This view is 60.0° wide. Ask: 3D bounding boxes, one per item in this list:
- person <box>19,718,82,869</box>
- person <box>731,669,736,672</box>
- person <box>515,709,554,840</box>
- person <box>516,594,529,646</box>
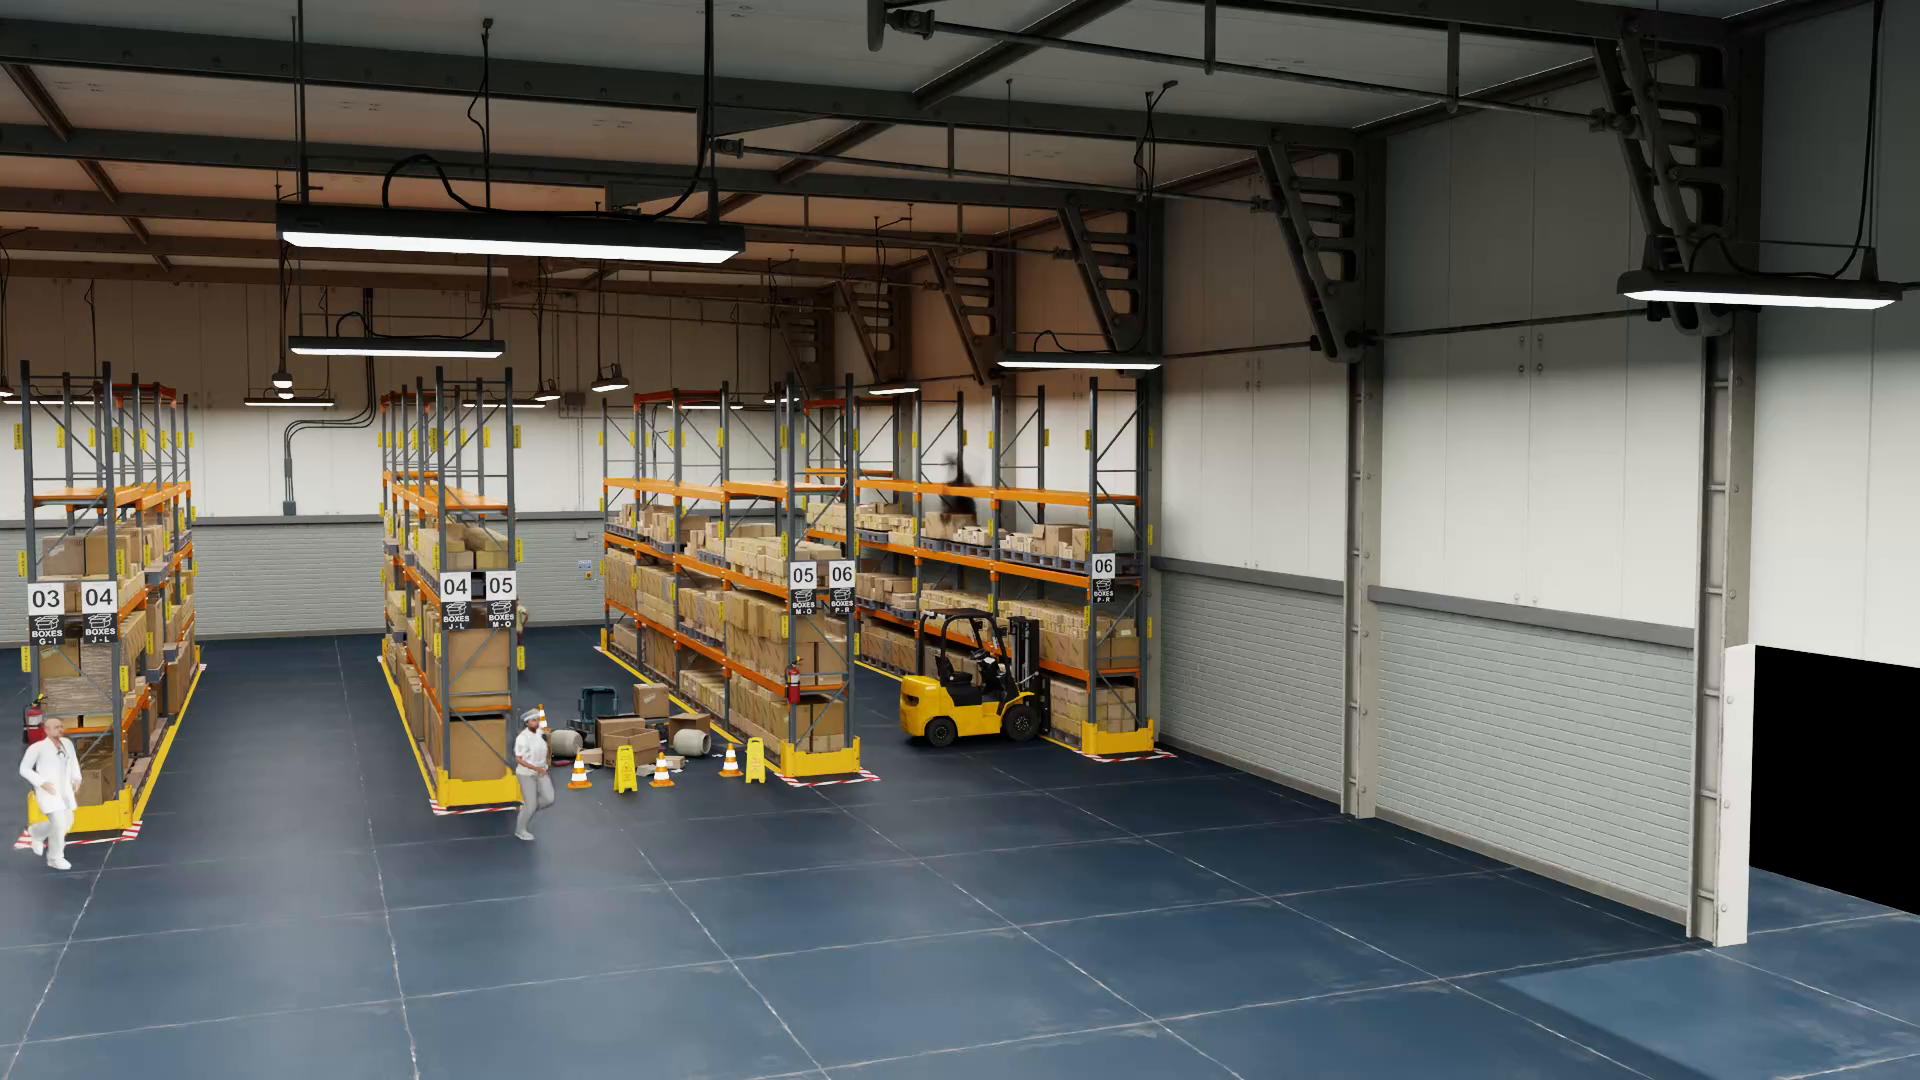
[{"bbox_3d":[-10.732,2.970,19.608,0.740,1.751,0.750,1,4,20],"label":"person"},{"bbox_3d":[-4.813,1.995,35.720,0.677,1.741,0.721,-2,4,-24],"label":"person"},{"bbox_3d":[-5.317,2.929,20.856,0.612,1.657,0.603,2,4,32],"label":"person"},{"bbox_3d":[-9.624,2.019,35.897,0.543,1.711,1.020,-2,4,-32],"label":"person"}]
